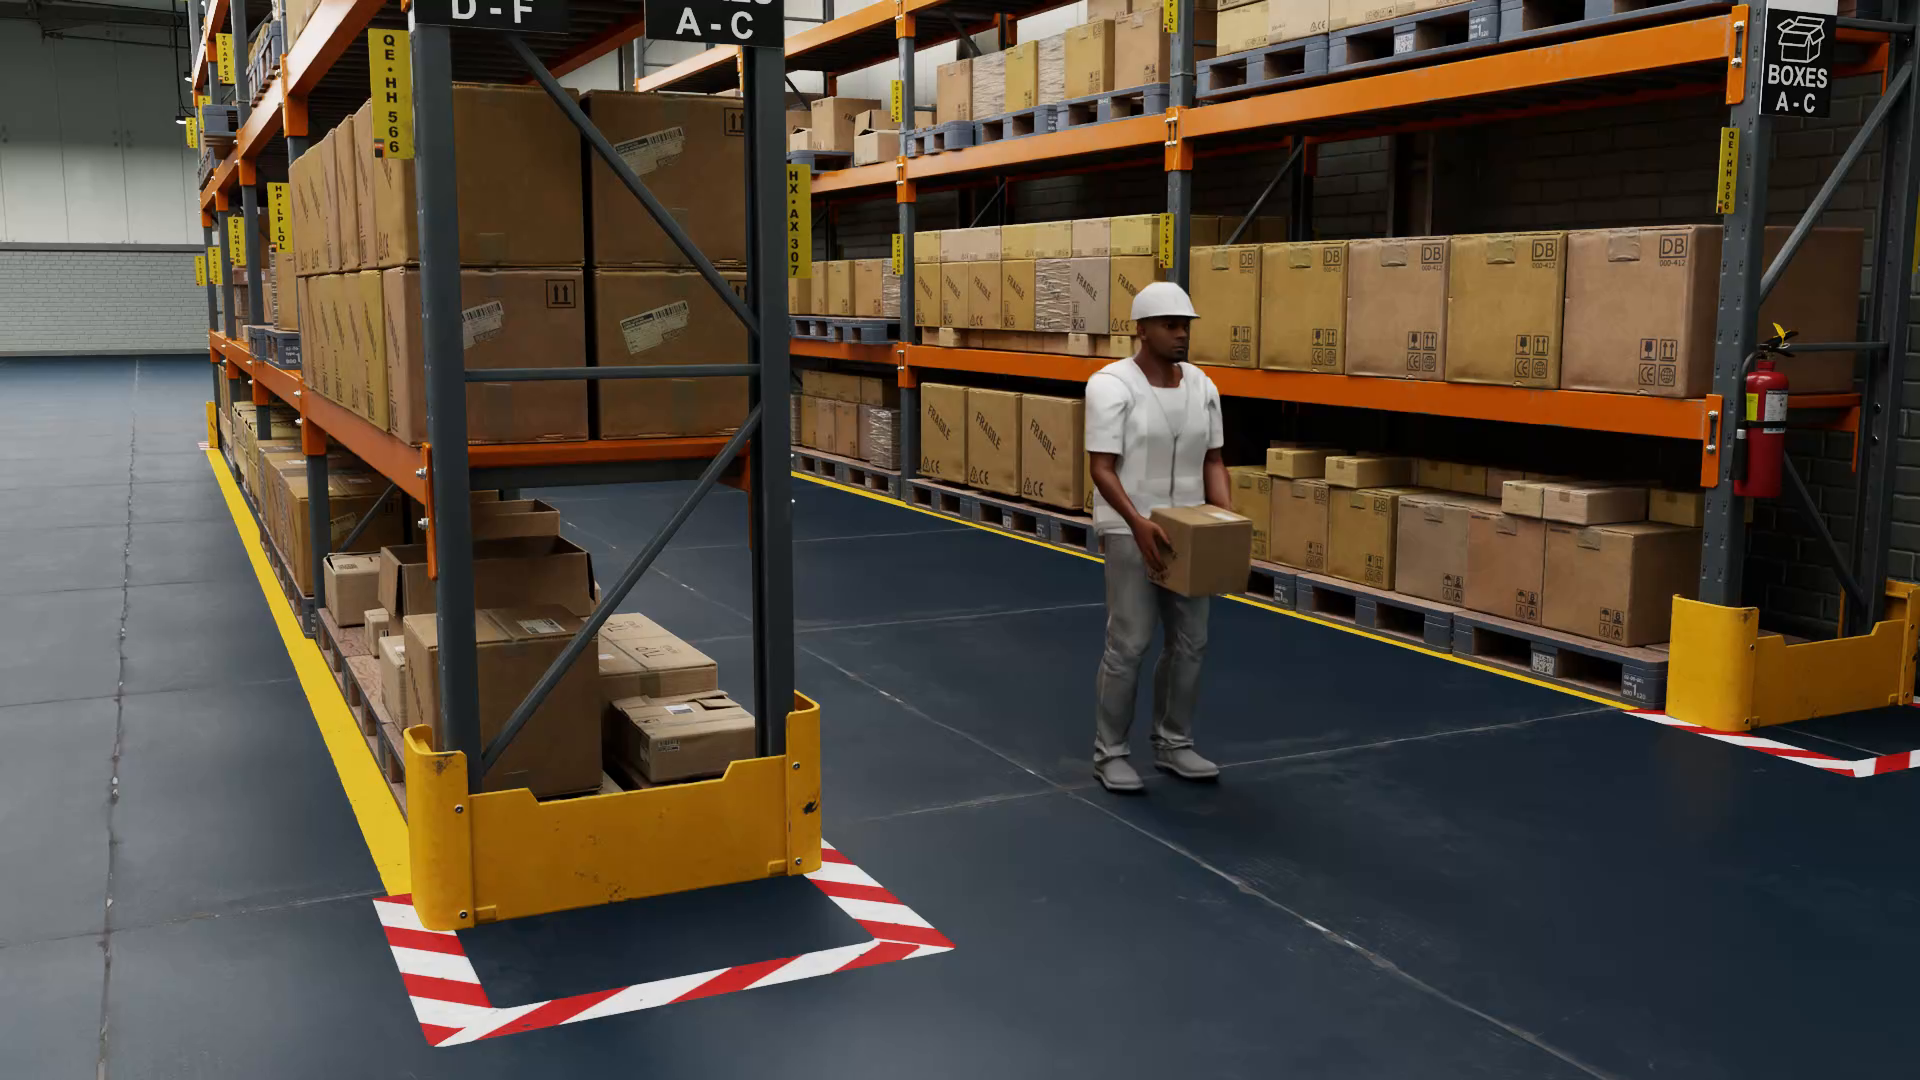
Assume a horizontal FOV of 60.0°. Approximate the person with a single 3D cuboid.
[{"bbox_3d":[0.719,-0.015,5.858,0.566,1.768,0.496,-4,9,-27],"label":"person"}]
